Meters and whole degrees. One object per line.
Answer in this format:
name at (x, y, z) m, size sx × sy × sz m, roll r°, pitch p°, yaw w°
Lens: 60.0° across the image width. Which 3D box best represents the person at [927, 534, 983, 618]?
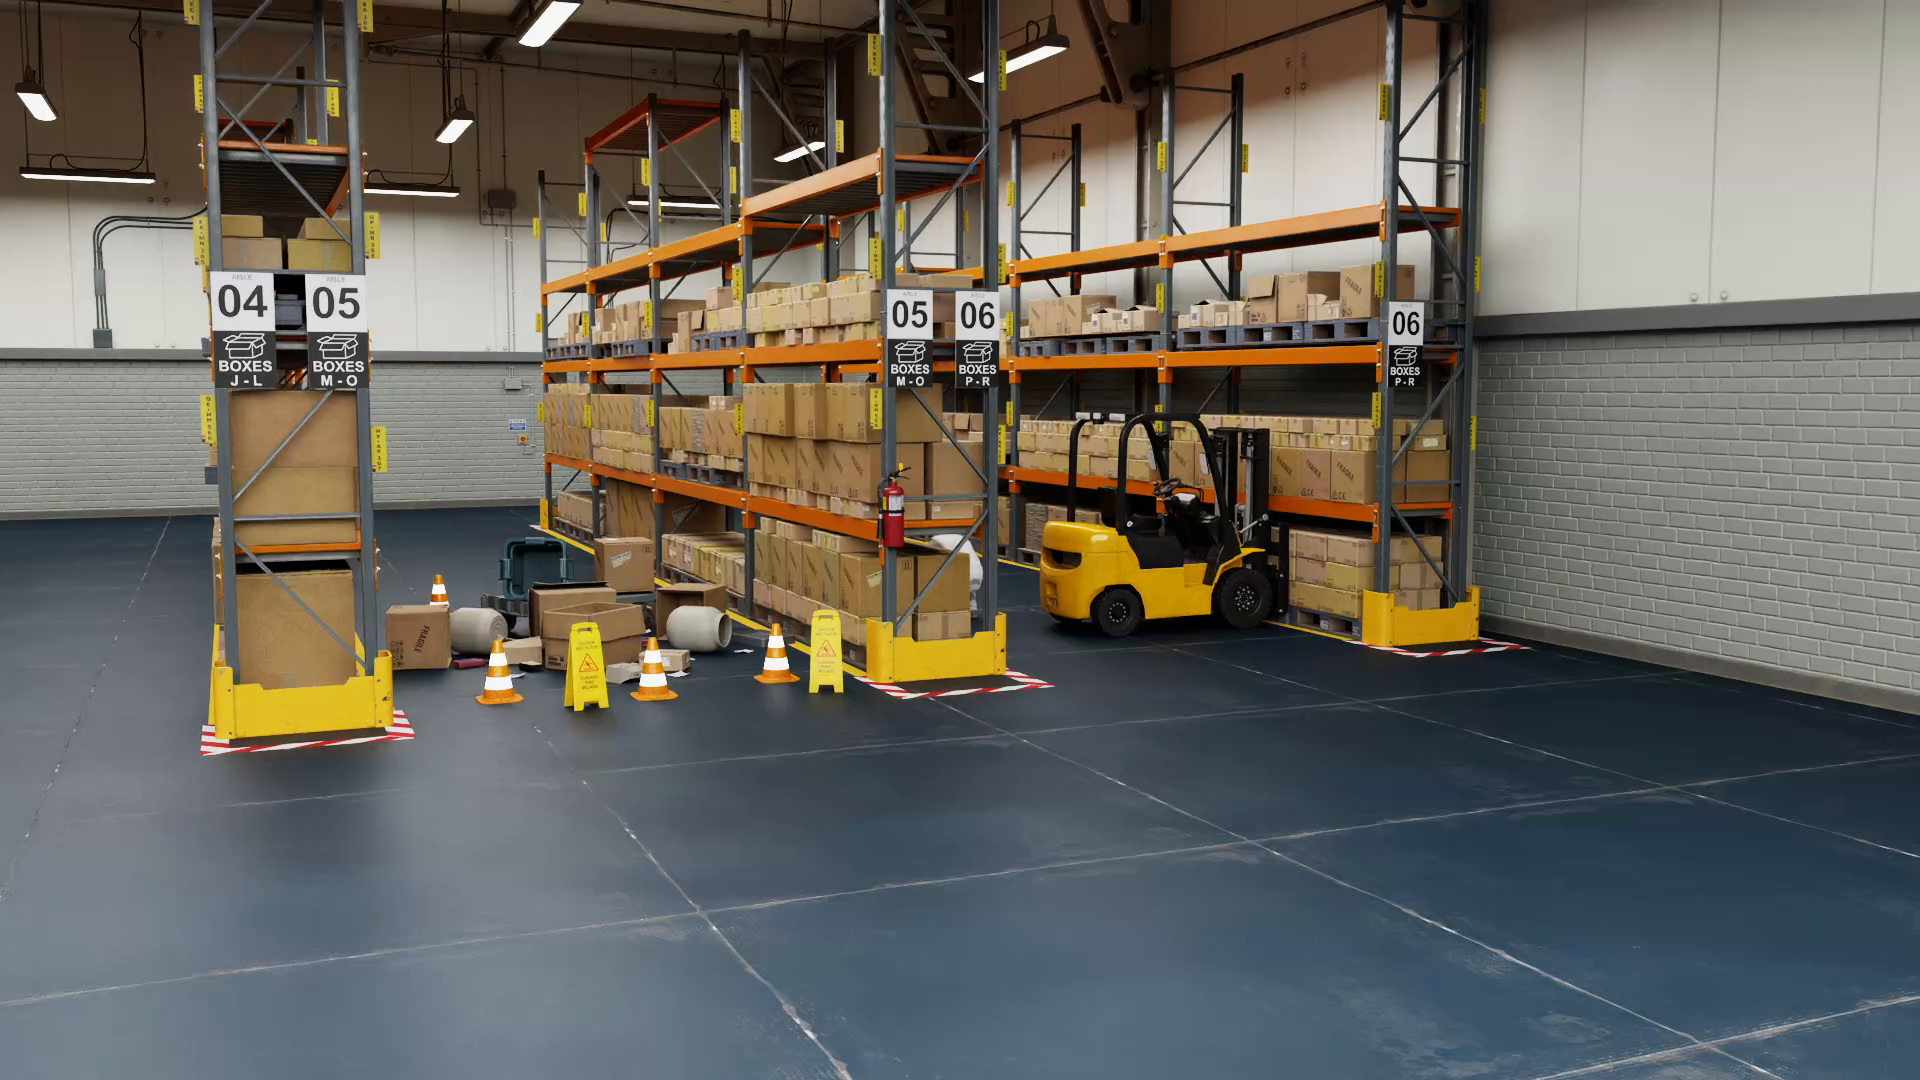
person at (-0.081, 0.301, 17.504) m, size 0.576 × 1.026 × 0.804 m, roll -3°, pitch 6°, yaw -26°
